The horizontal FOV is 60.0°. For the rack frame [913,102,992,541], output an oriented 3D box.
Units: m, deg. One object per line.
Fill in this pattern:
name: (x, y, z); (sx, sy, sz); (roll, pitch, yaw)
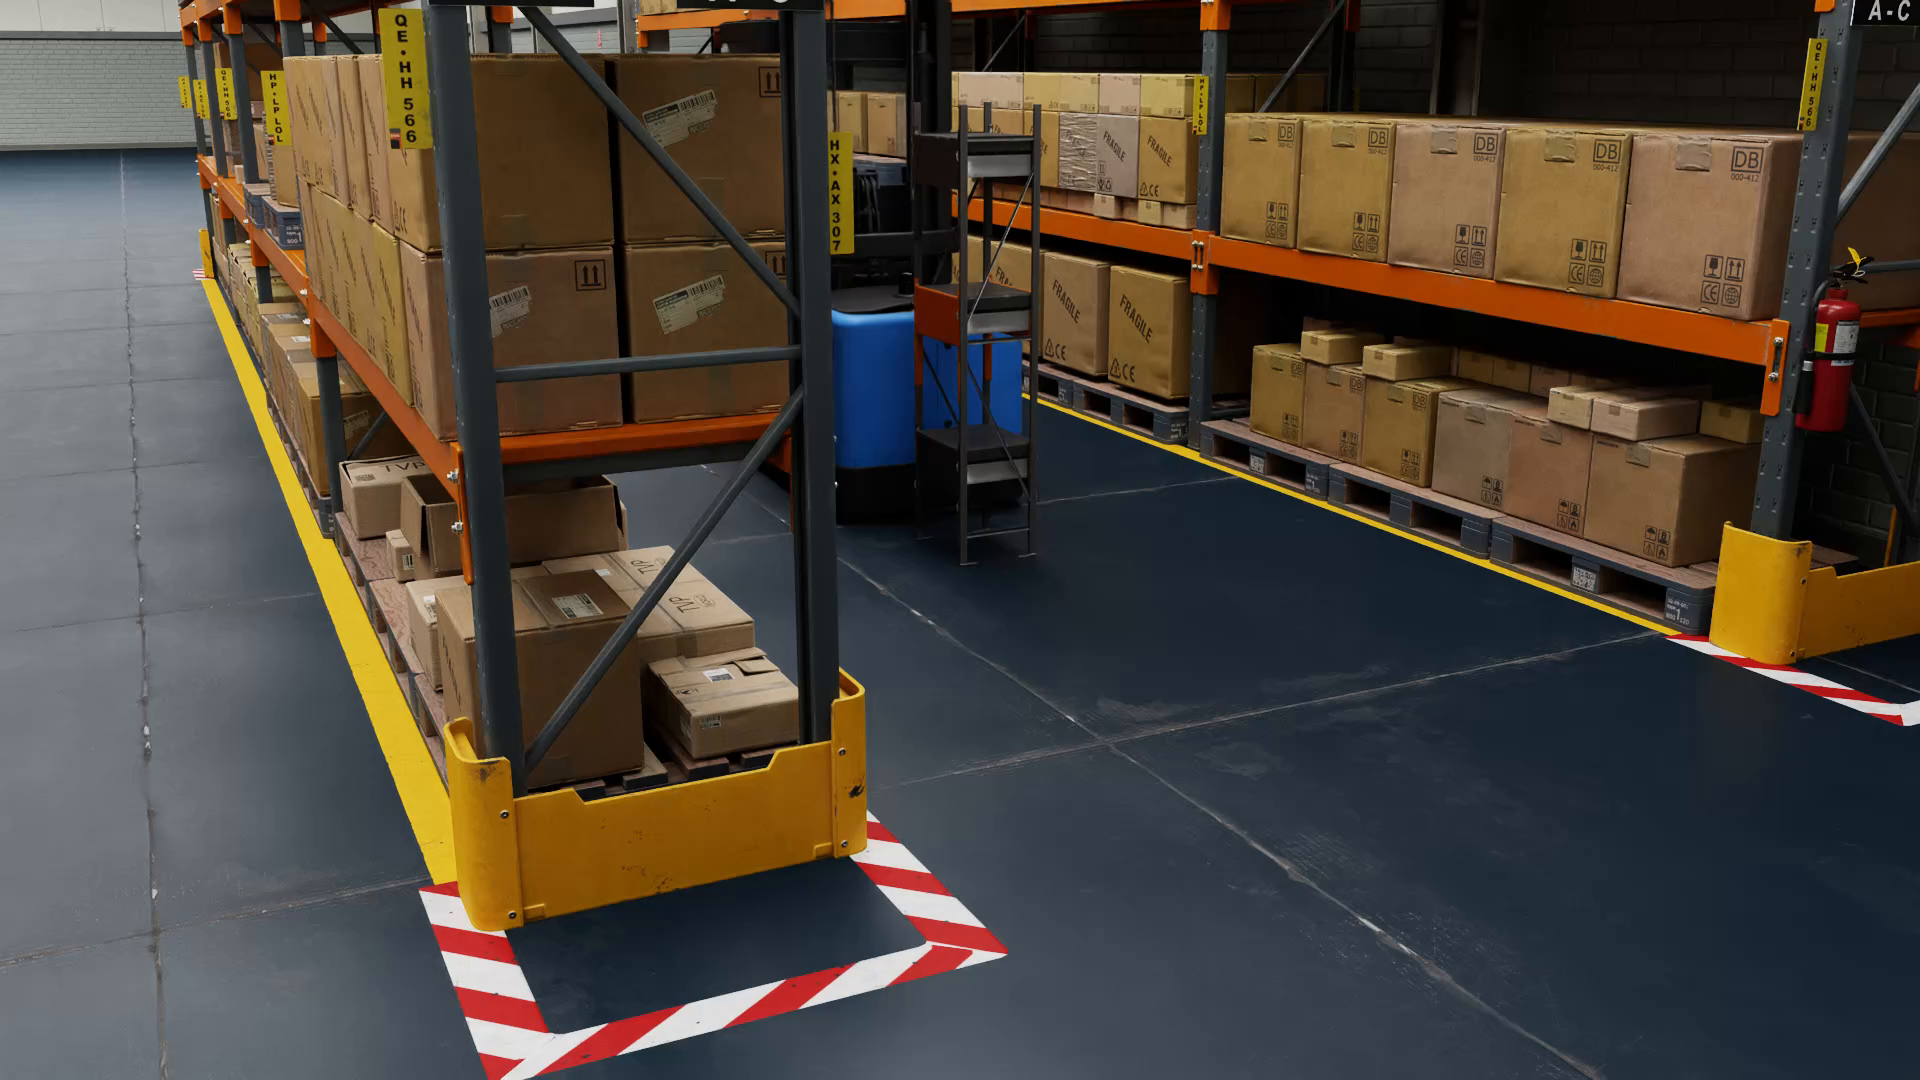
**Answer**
rack frame: (-0.034, -1.029, 8.029); (0.400, 2.100, 0.015); (-8, 18, -25)

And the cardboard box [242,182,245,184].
cardboard box: (-4.973, -2.515, 12.032); (0.380, 0.149, 0.250); (-8, 18, -25)

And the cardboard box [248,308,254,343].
cardboard box: (-5.227, -1.680, 12.889); (0.500, 0.250, 0.500); (-7, 18, -24)

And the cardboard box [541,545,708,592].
cardboard box: (-1.247, 0.231, 6.196); (0.500, 0.250, 0.500); (-8, 18, -25)

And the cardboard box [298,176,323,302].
cardboard box: (-2.600, -1.343, 7.311); (0.500, 0.500, 0.500); (-7, 17, -23)

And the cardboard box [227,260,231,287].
cardboard box: (-6.693, -2.532, 15.859); (0.500, 0.250, 0.500); (-8, 18, -25)

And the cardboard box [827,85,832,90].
cardboard box: (-1.650, -4.477, 17.290); (0.500, 0.500, 0.500); (-8, 18, -26)

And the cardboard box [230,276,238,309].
cardboard box: (-6.129, -2.188, 14.661); (0.500, 0.250, 0.500); (-8, 18, -26)

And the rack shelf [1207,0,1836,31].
rack shelf: (2.749, -2.654, 7.927); (1.077, 0.370, 4.000); (-8, 18, -25)

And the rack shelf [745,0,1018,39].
rack shelf: (-0.755, -4.637, 14.839); (1.077, 0.370, 4.000); (-8, 18, -25)

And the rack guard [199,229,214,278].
rack guard: (-7.846, -3.234, 18.614); (1.175, 0.500, 0.348); (-8, 18, -25)

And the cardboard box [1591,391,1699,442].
cardboard box: (3.009, -0.545, 7.307); (0.380, 0.149, 0.250); (-8, 18, -26)

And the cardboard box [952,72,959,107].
cardboard box: (0.101, -3.456, 12.739); (0.500, 0.250, 0.500); (-7, 18, -24)

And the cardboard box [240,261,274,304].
cardboard box: (-5.451, -2.074, 13.247); (0.500, 0.311, 0.500); (-7, 17, -23)

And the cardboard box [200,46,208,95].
cardboard box: (-7.619, -4.971, 17.601); (0.700, 0.500, 0.500); (-8, 18, -25)

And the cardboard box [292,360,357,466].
cardboard box: (-3.261, -0.675, 8.900); (0.500, 0.500, 0.500); (-8, 18, -25)

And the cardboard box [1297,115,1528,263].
cardboard box: (2.411, -1.880, 8.819); (0.980, 0.700, 0.700); (-8, 18, -26)

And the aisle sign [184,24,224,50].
aisle sign: (-8.139, -5.658, 17.818); (0.394, 0.787, 0.004); (-8, 18, -25)

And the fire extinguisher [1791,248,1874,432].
fire extinguisher: (3.277, -0.752, 6.250); (0.296, 0.674, 0.183); (-8, 18, -25)

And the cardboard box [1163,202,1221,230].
cardboard box: (1.471, -1.992, 10.174); (0.380, 0.149, 0.250); (-7, 18, -24)

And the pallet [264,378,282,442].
pallet: (-4.037, -0.916, 11.060); (1.003, 0.211, 1.213); (-8, 18, -25)

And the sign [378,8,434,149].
sign: (-1.333, -1.109, 4.004); (0.100, 0.325, 0.005); (-8, 18, -25)

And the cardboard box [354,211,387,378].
cardboard box: (-1.711, -0.841, 5.563); (0.500, 0.500, 0.500); (-8, 18, -24)

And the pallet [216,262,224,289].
pallet: (-7.463, -2.905, 17.990); (1.003, 0.211, 1.213); (-8, 18, -25)

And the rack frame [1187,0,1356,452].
rack frame: (1.873, -2.054, 9.969); (1.000, 3.000, 0.127); (-8, 18, -25)

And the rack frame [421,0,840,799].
rack frame: (-0.826, -0.462, 4.424); (1.000, 3.000, 0.127); (-8, 18, -25)

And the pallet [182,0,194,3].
pallet: (-7.010, -5.348, 16.170); (1.003, 0.211, 1.213); (-8, 18, -25)

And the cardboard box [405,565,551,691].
cardboard box: (-1.675, 0.304, 5.942); (0.500, 0.250, 0.500); (-8, 18, -25)

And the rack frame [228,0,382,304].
rack frame: (-4.330, -2.446, 11.336); (1.000, 3.000, 0.127); (-8, 18, -25)

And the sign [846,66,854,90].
sign: (-1.134, -4.662, 16.959); (0.100, 0.325, 0.005); (-8, 18, -25)

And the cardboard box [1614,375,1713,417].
cardboard box: (3.241, -0.654, 7.687); (0.380, 0.149, 0.250); (-8, 18, -25)

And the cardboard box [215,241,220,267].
cardboard box: (-7.578, -3.026, 17.582); (0.500, 0.250, 0.500); (-8, 18, -25)

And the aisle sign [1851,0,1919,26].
aisle sign: (3.387, -2.257, 5.966); (0.394, 0.787, 0.004); (-8, 18, -25)

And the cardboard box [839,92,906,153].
cardboard box: (-0.660, -3.727, 14.820); (0.700, 0.500, 0.500); (-8, 18, -25)

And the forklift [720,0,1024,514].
forklift: (-0.701, -1.900, 9.559); (1.130, 2.935, 3.031); (-7, 17, -22)

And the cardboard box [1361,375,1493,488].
cardboard box: (2.549, -0.604, 8.687); (0.700, 0.500, 0.500); (-7, 18, -24)

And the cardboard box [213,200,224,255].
cardboard box: (-7.145, -3.138, 16.612); (0.500, 0.500, 0.500); (-8, 18, -25)

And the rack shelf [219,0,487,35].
rack shelf: (-3.454, -3.046, 9.294); (1.077, 0.370, 4.000); (-8, 18, -25)

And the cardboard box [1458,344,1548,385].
cardboard box: (2.796, -0.906, 8.563); (0.380, 0.149, 0.250); (-8, 18, -26)

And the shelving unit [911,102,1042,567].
shelving unit: (0.073, -0.968, 7.818); (0.431, 2.100, 0.503); (-8, 18, -25)

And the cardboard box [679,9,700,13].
cardboard box: (-2.774, -6.020, 18.133); (0.500, 0.500, 0.500); (-6, 17, -21)

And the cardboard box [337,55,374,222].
cardboard box: (-1.721, -1.321, 5.423); (0.500, 0.500, 0.500); (-7, 17, -23)

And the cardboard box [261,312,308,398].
cardboard box: (-4.154, -1.179, 10.657); (0.500, 0.500, 0.500); (-8, 18, -27)

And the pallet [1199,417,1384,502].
pallet: (2.136, -0.515, 9.664); (1.003, 0.211, 1.213); (-8, 18, -25)

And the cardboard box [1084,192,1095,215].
cardboard box: (1.050, -2.249, 11.068); (0.380, 0.149, 0.250); (-8, 18, -25)

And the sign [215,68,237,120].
sign: (-4.828, -2.935, 10.940); (0.100, 0.325, 0.005); (-8, 18, -25)

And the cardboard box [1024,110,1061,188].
cardboard box: (0.776, -2.712, 11.508); (0.500, 0.500, 0.500); (-7, 17, -23)

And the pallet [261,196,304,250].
pallet: (-3.474, -1.872, 9.684); (1.003, 0.211, 1.213); (-8, 18, -25)

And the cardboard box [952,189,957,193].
cardboard box: (0.159, -2.761, 12.854); (0.380, 0.149, 0.250); (-7, 18, -24)

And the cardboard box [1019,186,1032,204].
cardboard box: (0.646, -2.509, 11.975); (0.380, 0.149, 0.250); (-7, 18, -24)

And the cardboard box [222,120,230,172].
cardboard box: (-6.520, -3.725, 15.612); (0.700, 0.500, 0.500); (-8, 18, -25)

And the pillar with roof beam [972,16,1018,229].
pillar with roof beam: (-3.541, -5.836, 12.273); (9.100, 9.000, 0.400); (-8, 18, -25)

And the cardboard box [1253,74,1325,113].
cardboard box: (1.906, -2.760, 10.315); (0.500, 0.250, 0.500); (-7, 17, -23)

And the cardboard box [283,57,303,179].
cardboard box: (-2.625, -1.832, 7.203); (0.500, 0.500, 0.500); (-7, 17, -23)

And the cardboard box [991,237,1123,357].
cardboard box: (0.703, -1.798, 12.214); (0.750, 0.750, 0.750); (-8, 18, -25)
